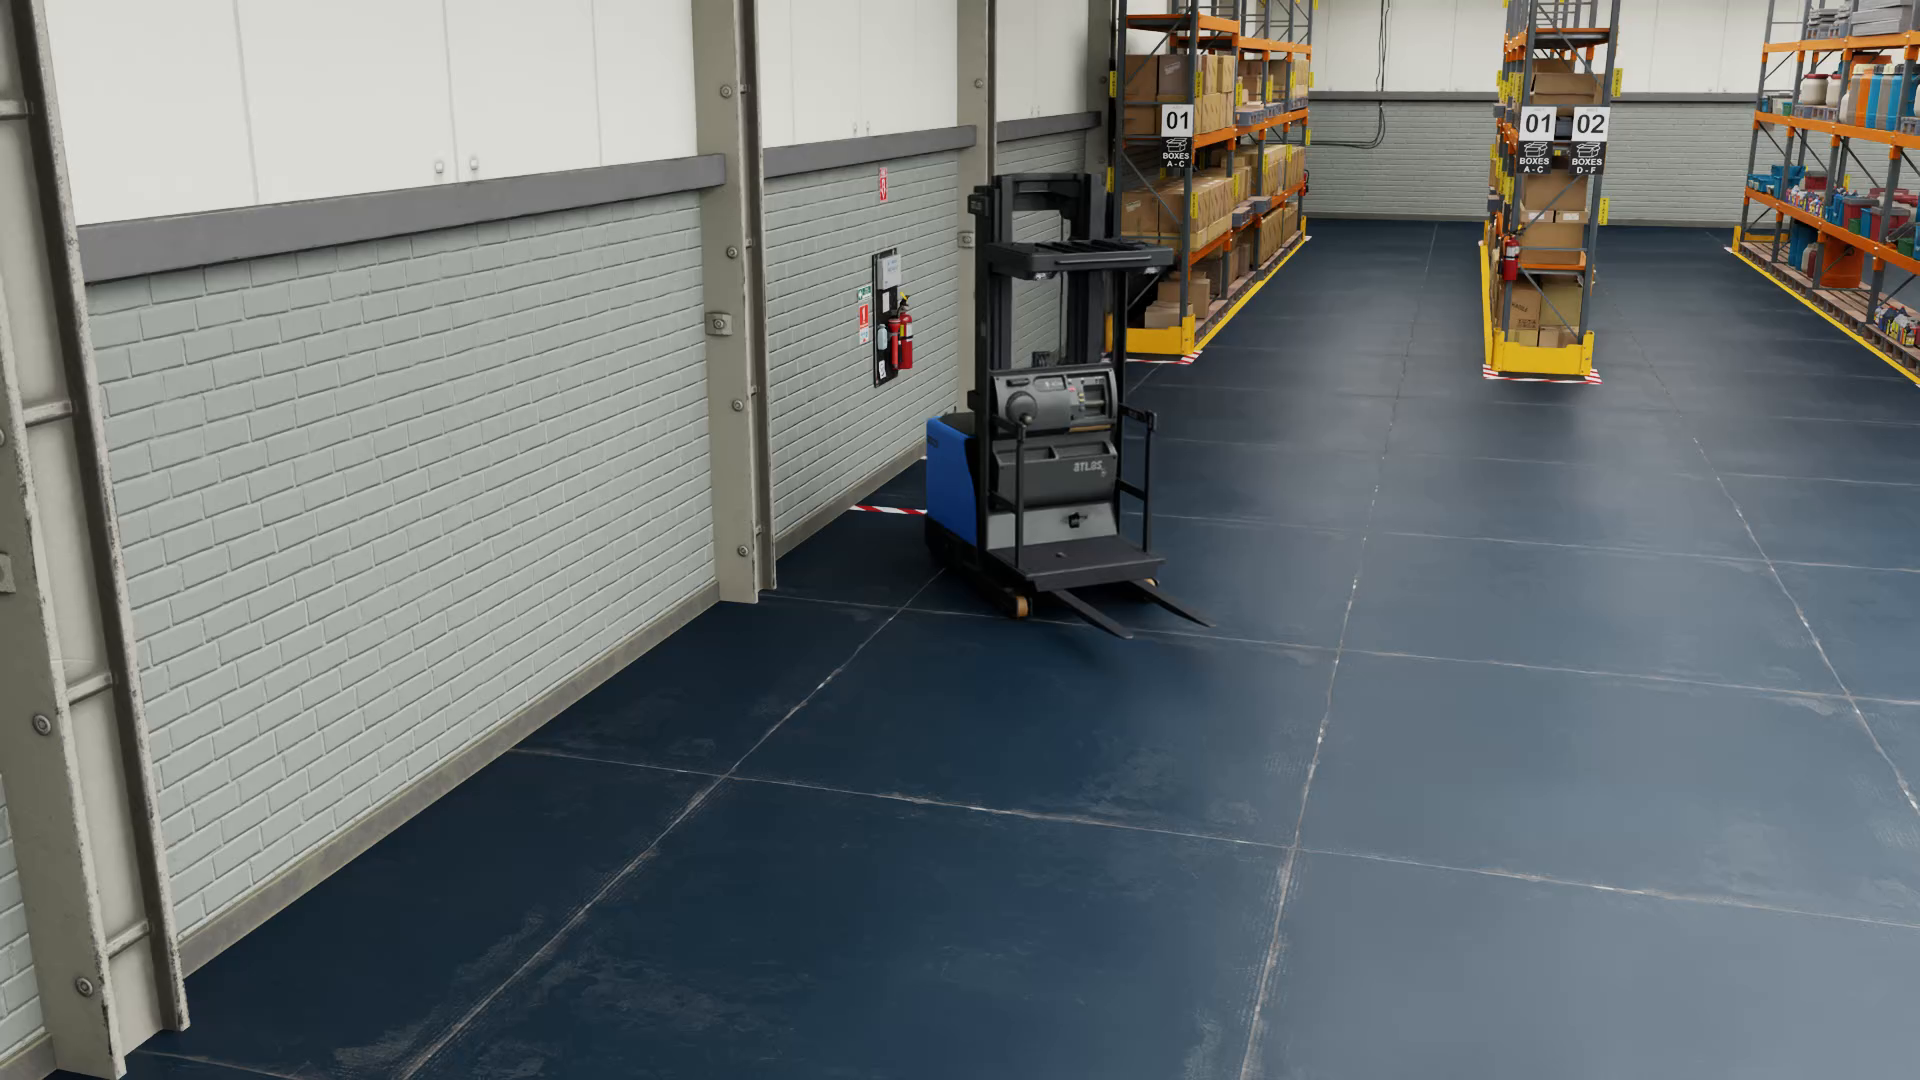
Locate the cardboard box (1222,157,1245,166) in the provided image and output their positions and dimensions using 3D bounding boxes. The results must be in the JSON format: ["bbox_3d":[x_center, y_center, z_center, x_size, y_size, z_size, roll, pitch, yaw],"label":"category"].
[{"bbox_3d":[4.707,-6.519,28.639,0.380,0.149,0.250,2,16,9],"label":"cardboard box"}]

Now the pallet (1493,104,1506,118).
[{"bbox_3d":[10.119,-7.619,29.543,1.213,0.211,1.003,5,16,16],"label":"pallet"}]

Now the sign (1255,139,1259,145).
[{"bbox_3d":[6.519,-8.632,36.535,0.100,0.325,0.005,5,16,16],"label":"sign"}]

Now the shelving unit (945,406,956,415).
[{"bbox_3d":[0.015,-0.519,13.235,0.215,1.050,0.252,5,16,16],"label":"shelving unit"}]

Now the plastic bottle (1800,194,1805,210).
[{"bbox_3d":[14.498,-5.808,28.546,0.097,0.271,0.097,0,16,0],"label":"plastic bottle"}]

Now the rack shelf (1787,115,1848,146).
[{"bbox_3d":[14.843,-6.892,27.952,1.077,0.370,4.000,5,16,16],"label":"rack shelf"}]

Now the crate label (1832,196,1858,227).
[{"bbox_3d":[13.733,-5.050,25.571,0.502,0.435,0.616,5,16,16],"label":"crate label"}]

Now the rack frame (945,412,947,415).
[{"bbox_3d":[-0.019,-0.487,13.123,0.200,1.050,0.008,5,16,16],"label":"rack frame"}]

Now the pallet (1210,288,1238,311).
[{"bbox_3d":[3.859,-3.856,26.537,1.003,0.211,1.213,5,16,16],"label":"pallet"}]

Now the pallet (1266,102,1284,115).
[{"bbox_3d":[5.699,-8.194,31.575,0.805,0.209,1.217,4,16,14],"label":"pallet"}]

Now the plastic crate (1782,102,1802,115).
[{"bbox_3d":[15.364,-7.944,30.649,0.416,0.233,0.300,5,16,16],"label":"plastic crate"}]

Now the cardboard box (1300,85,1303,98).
[{"bbox_3d":[6.806,-9.269,34.337,0.500,0.250,0.500,4,16,14],"label":"cardboard box"}]

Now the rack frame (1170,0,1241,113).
[{"bbox_3d":[3.639,-7.880,24.619,1.000,3.000,0.127,5,16,16],"label":"rack frame"}]

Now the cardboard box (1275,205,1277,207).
[{"bbox_3d":[6.504,-7.037,35.266,0.380,0.149,0.250,5,17,17],"label":"cardboard box"}]

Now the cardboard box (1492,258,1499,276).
[{"bbox_3d":[8.662,-4.286,26.184,0.500,0.311,0.500,4,16,15],"label":"cardboard box"}]

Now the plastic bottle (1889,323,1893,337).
[{"bbox_3d":[12.354,-2.790,21.991,0.097,0.201,0.097,0,16,0],"label":"plastic bottle"}]

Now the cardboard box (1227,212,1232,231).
[{"bbox_3d":[3.795,-4.784,24.936,0.500,0.250,0.500,5,16,16],"label":"cardboard box"}]

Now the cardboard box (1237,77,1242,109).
[{"bbox_3d":[4.222,-7.146,26.578,0.500,0.500,0.500,4,16,14],"label":"cardboard box"}]

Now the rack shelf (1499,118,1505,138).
[{"bbox_3d":[10.095,-7.277,29.310,1.077,0.370,4.000,5,16,16],"label":"rack shelf"}]

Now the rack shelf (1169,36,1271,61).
[{"bbox_3d":[4.208,-7.864,26.617,1.077,0.370,4.000,5,16,16],"label":"rack shelf"}]

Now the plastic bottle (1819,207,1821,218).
[{"bbox_3d":[14.031,-5.344,27.037,0.097,0.201,0.097,0,16,0],"label":"plastic bottle"}]

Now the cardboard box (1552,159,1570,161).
[{"bbox_3d":[7.984,-4.903,22.557,0.700,0.500,0.500,5,16,16],"label":"cardboard box"}]

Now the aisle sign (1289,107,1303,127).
[{"bbox_3d":[7.357,-9.379,36.136,0.394,0.787,0.004,5,16,16],"label":"aisle sign"}]

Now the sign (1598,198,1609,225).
[{"bbox_3d":[7.783,-3.974,20.111,0.100,0.325,0.005,5,16,16],"label":"sign"}]

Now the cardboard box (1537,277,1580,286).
[{"bbox_3d":[7.889,-3.190,21.973,0.500,0.500,0.500,5,16,16],"label":"cardboard box"}]

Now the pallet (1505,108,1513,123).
[{"bbox_3d":[9.419,-6.825,26.742,1.213,0.211,1.003,5,17,18],"label":"pallet"}]

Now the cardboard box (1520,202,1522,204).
[{"bbox_3d":[7.472,-4.309,21.651,0.380,0.149,0.250,5,17,18],"label":"cardboard box"}]

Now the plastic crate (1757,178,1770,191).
[{"bbox_3d":[15.788,-6.930,32.460,0.416,0.233,0.300,5,16,16],"label":"plastic crate"}]

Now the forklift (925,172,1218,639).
[{"bbox_3d":[0.757,-1.000,11.484,1.130,2.935,3.031,-6,17,-22],"label":"forklift"}]

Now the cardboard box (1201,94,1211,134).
[{"bbox_3d":[3.024,-5.654,22.048,0.500,0.500,0.500,6,17,20],"label":"cardboard box"}]

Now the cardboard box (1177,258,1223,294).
[{"bbox_3d":[3.832,-4.197,26.402,0.700,0.500,0.500,5,17,18],"label":"cardboard box"}]

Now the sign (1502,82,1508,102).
[{"bbox_3d":[9.007,-7.391,27.447,0.100,0.325,0.005,5,16,16],"label":"sign"}]

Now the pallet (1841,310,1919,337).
[{"bbox_3d":[13.324,-3.092,23.845,1.003,0.211,1.213,5,16,16],"label":"pallet"}]

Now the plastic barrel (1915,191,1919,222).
[{"bbox_3d":[13.538,-4.544,22.934,0.600,0.901,0.708,5,16,16],"label":"plastic barrel"}]

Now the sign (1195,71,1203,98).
[{"bbox_3d":[3.023,-5.769,21.071,0.100,0.325,0.005,5,16,16],"label":"sign"}]

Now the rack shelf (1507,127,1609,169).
[{"bbox_3d":[7.821,-5.184,21.931,1.077,0.370,4.000,5,16,16],"label":"rack shelf"}]

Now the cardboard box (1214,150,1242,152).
[{"bbox_3d":[4.807,-6.876,29.934,0.500,0.250,0.500,4,16,14],"label":"cardboard box"}]

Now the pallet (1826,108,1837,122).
[{"bbox_3d":[14.586,-6.817,26.714,1.003,0.211,1.213,5,16,16],"label":"pallet"}]

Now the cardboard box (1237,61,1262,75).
[{"bbox_3d":[5.394,-8.785,30.943,0.500,0.250,0.500,4,16,14],"label":"cardboard box"}]

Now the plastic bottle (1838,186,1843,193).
[{"bbox_3d":[15.464,-6.029,29.178,0.144,0.351,0.185,5,16,16],"label":"plastic bottle"}]

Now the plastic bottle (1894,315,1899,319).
[{"bbox_3d":[12.451,-2.855,22.090,0.097,0.271,0.097,0,16,0],"label":"plastic bottle"}]

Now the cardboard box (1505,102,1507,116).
[{"bbox_3d":[9.911,-7.534,28.715,0.910,0.500,0.500,5,16,16],"label":"cardboard box"}]

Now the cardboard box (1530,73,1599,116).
[{"bbox_3d":[7.420,-5.476,20.426,0.797,0.503,0.637,6,17,20],"label":"cardboard box"}]

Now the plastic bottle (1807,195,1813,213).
[{"bbox_3d":[14.305,-5.654,27.979,0.061,0.283,0.133,5,16,16],"label":"plastic bottle"}]

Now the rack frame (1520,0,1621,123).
[{"bbox_3d":[7.253,-6.450,19.579,1.000,3.000,0.127,5,16,16],"label":"rack frame"}]

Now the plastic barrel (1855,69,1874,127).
[{"bbox_3d":[13.647,-6.552,24.649,0.600,0.830,0.708,5,16,16],"label":"plastic barrel"}]

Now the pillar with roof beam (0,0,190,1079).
[{"bbox_3d":[0.884,-2.040,4.032,9.100,9.000,0.400,5,16,16],"label":"pillar with roof beam"}]

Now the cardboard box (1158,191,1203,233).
[{"bbox_3d":[2.926,-4.347,22.022,0.500,0.500,0.500,5,16,16],"label":"cardboard box"}]

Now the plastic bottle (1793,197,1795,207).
[{"bbox_3d":[14.696,-5.956,29.196,0.097,0.201,0.097,0,16,0],"label":"plastic bottle"}]

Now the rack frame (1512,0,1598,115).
[{"bbox_3d":[8.390,-7.497,23.268,1.000,3.000,0.127,5,16,16],"label":"rack frame"}]

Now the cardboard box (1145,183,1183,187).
[{"bbox_3d":[2.871,-4.783,23.561,0.500,0.500,0.500,5,17,17],"label":"cardboard box"}]

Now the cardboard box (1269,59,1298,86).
[{"bbox_3d":[6.384,-9.233,32.836,0.500,0.500,0.500,4,16,15],"label":"cardboard box"}]
